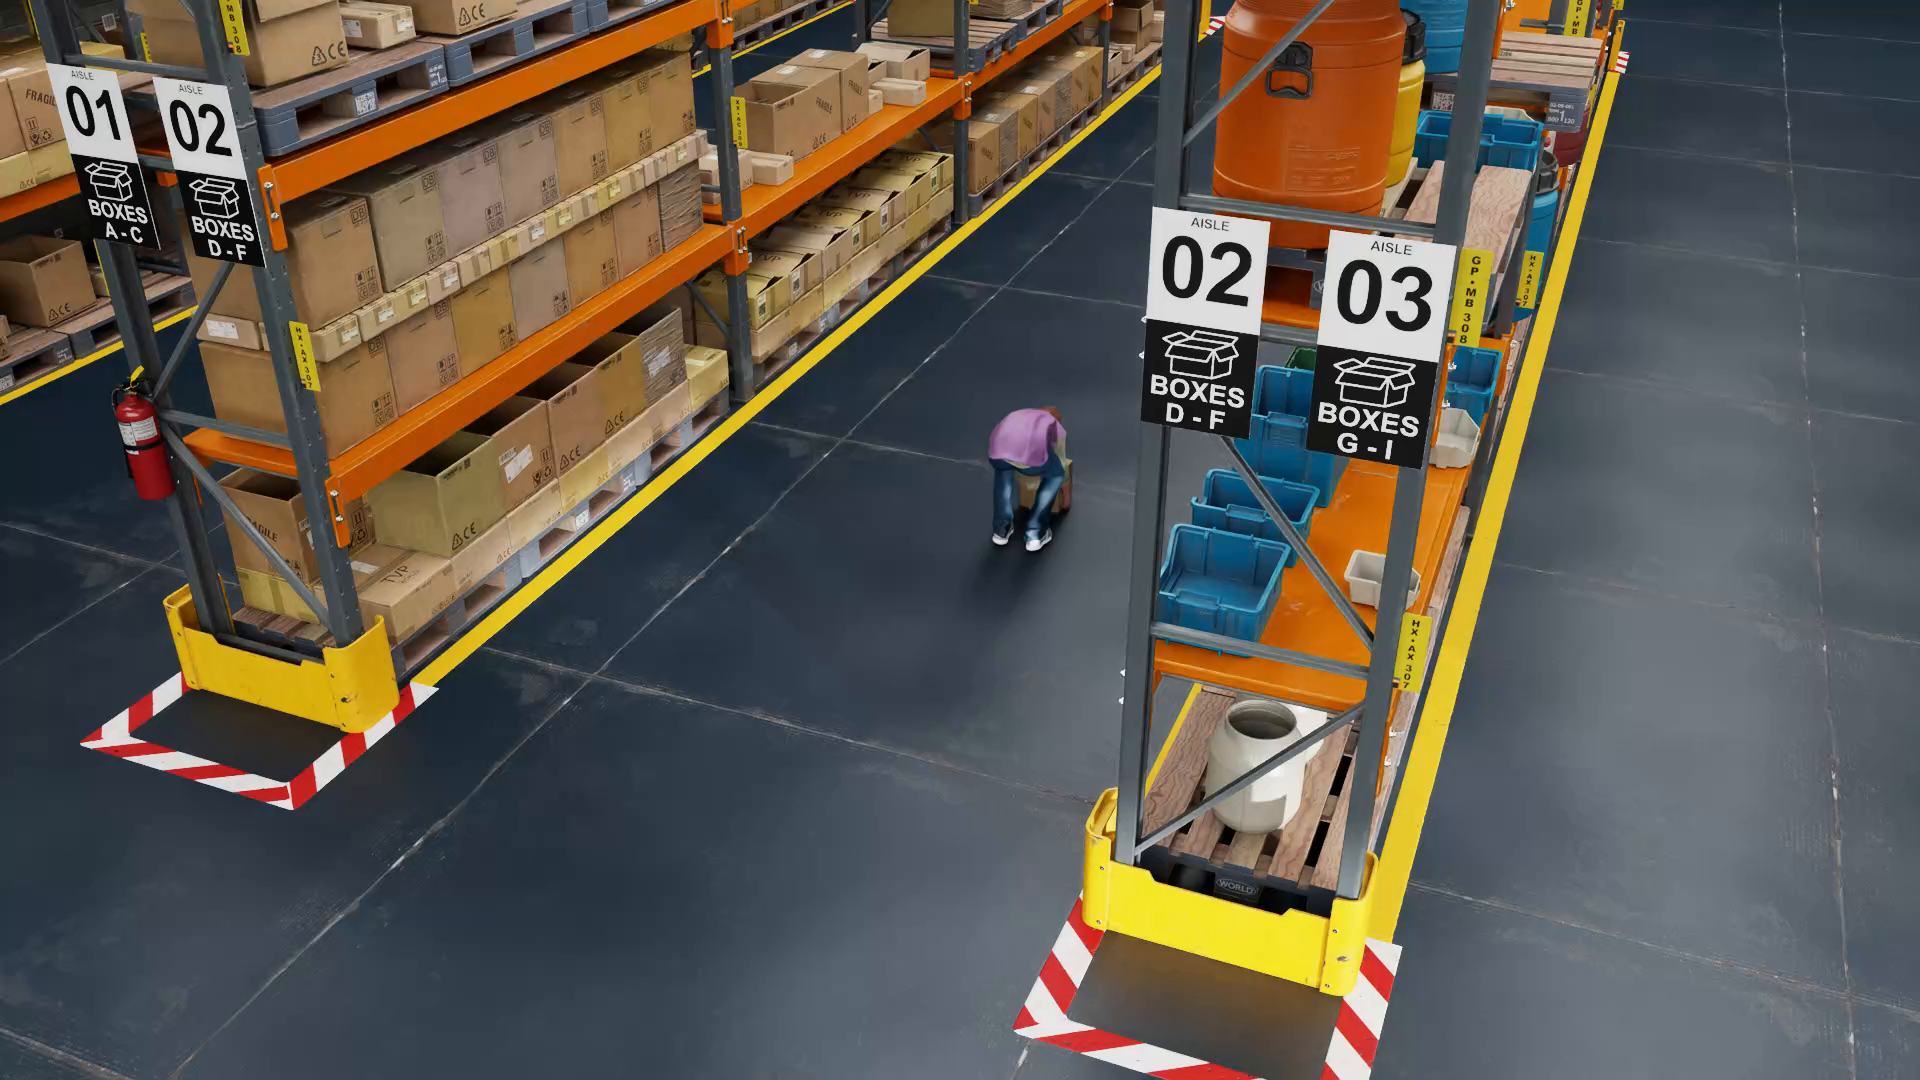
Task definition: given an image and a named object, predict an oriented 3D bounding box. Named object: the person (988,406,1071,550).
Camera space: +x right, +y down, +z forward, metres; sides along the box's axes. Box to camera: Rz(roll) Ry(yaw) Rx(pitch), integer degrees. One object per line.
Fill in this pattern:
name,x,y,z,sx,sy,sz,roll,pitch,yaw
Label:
person,0.417,-0.434,9.894,0.429,0.846,0.854,10,32,17
